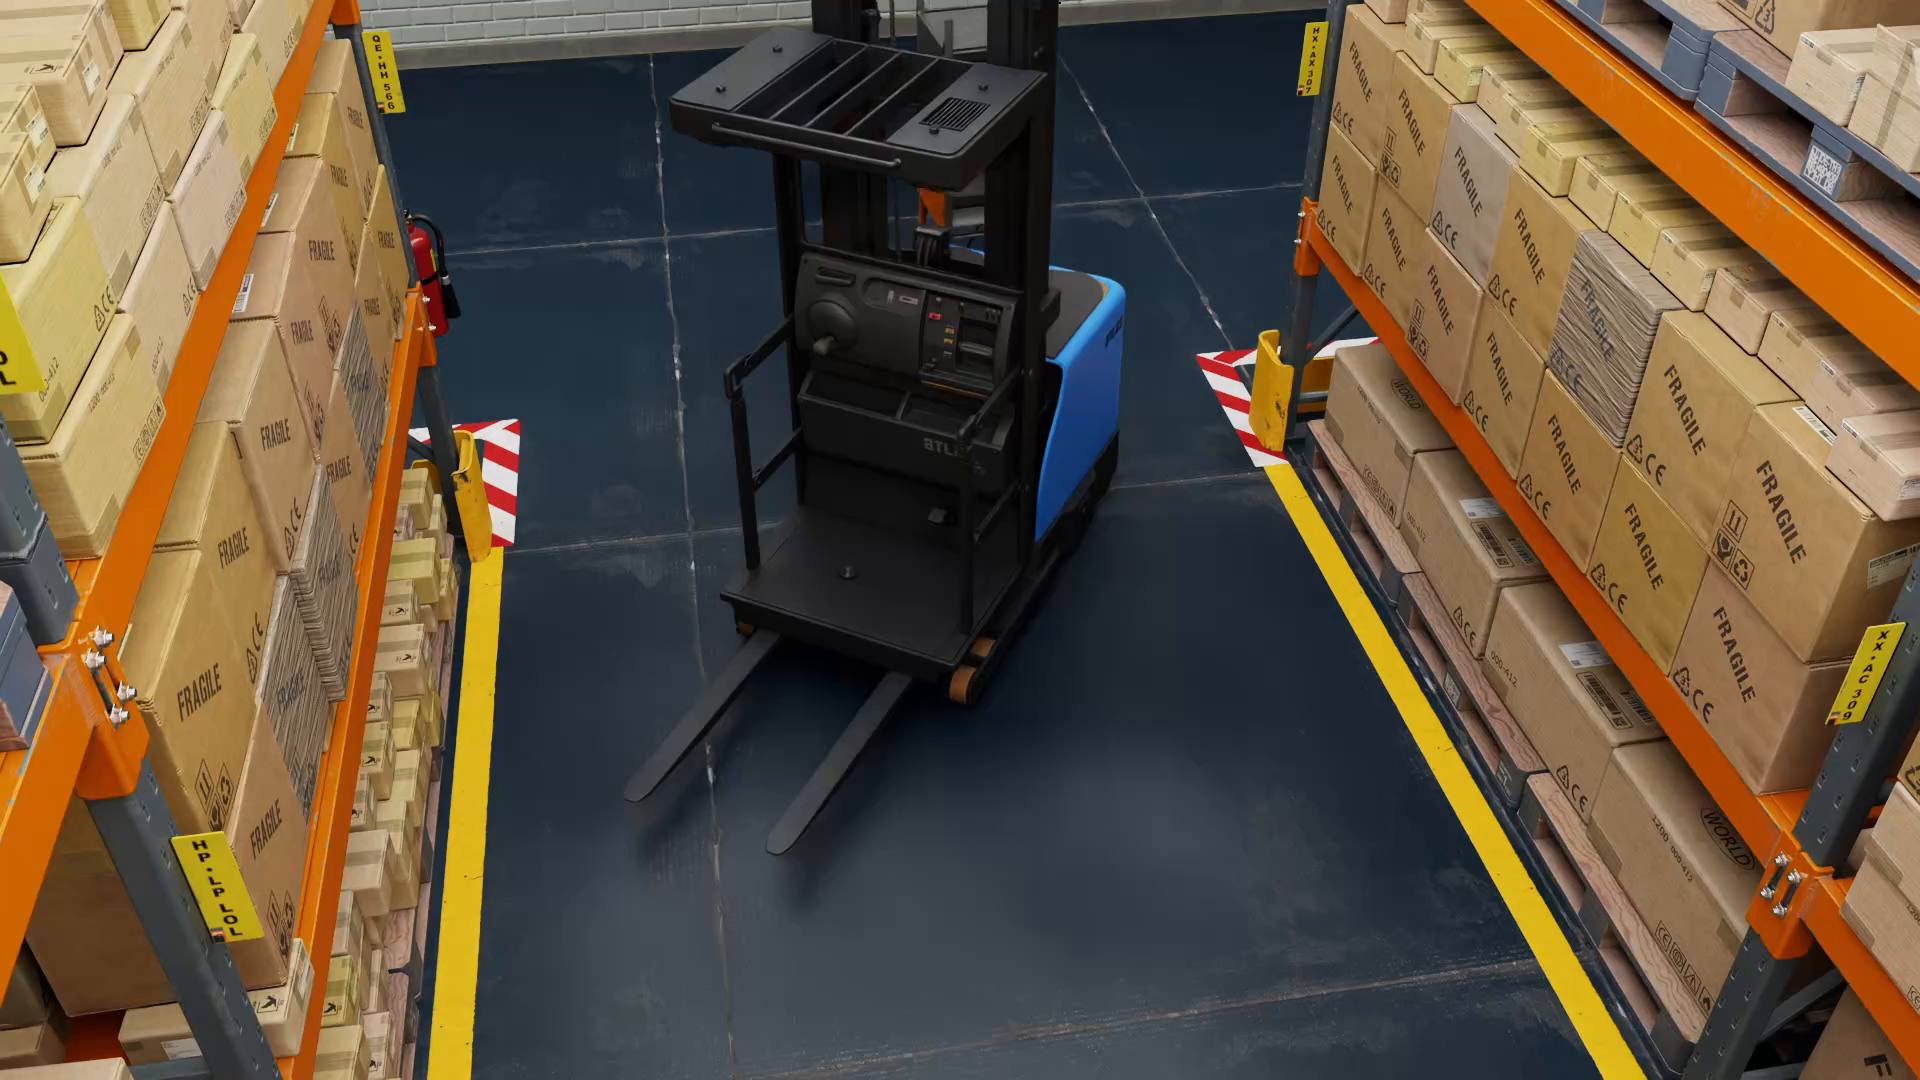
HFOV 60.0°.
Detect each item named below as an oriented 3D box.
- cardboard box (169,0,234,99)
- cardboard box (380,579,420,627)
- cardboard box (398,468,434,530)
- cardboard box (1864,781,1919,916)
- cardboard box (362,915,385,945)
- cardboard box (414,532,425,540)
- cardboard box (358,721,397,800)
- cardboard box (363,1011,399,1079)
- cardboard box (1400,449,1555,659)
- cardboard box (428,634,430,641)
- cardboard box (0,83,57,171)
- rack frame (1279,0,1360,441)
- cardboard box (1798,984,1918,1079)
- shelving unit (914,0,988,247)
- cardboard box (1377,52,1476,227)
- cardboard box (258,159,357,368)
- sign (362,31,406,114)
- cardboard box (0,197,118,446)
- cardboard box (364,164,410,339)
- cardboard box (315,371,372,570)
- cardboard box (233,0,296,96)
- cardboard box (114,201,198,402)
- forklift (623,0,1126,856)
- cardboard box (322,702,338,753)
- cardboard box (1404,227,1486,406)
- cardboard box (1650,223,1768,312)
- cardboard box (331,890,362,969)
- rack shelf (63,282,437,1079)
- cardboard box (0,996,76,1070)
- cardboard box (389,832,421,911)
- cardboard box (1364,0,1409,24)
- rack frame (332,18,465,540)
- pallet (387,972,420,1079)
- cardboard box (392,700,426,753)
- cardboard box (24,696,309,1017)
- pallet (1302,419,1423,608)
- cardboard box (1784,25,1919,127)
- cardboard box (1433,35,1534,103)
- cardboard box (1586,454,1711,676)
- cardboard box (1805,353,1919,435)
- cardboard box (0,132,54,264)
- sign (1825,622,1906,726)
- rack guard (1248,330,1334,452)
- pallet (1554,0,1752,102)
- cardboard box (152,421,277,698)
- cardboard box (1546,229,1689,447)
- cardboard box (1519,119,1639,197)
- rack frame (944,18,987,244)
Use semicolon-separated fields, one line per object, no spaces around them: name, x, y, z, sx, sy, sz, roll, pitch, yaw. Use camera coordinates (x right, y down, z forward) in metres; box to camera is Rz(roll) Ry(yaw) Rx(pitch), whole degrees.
cardboard box;-2.191;-1.324;4.279;0.500;0.250;0.500;-8;39;-10
cardboard box;-2.293;0.305;6.409;0.380;0.149;0.250;-8;39;-10
cardboard box;-2.434;-0.159;7.006;0.380;0.149;0.250;-6;38;-7
cardboard box;2.580;0.804;3.985;0.500;0.250;0.500;-7;38;-9
cardboard box;-2.104;1.210;5.486;0.380;0.149;0.250;-5;38;-6
cardboard box;-2.410;0.118;6.892;0.380;0.149;0.250;-7;38;-9
cardboard box;-2.181;0.787;5.788;0.380;0.149;0.250;-6;38;-8
cardboard box;-1.964;1.640;5.176;0.380;0.149;0.250;-6;38;-8
cardboard box;2.462;0.016;7.031;0.875;0.438;0.875;-5;38;-7
cardboard box;-2.373;0.392;6.782;0.380;0.149;0.250;-6;38;-8
cardboard box;-2.003;-0.756;3.223;0.380;0.149;0.250;-7;38;-8
rack frame;2.079;-1.770;7.583;1.000;3.000;0.127;-6;38;-8
cardboard box;2.968;1.685;4.526;0.875;0.875;0.875;-5;38;-7
shelving unit;0.061;-1.609;8.108;0.431;2.100;0.503;-10;39;-12
cardboard box;1.980;-1.572;6.433;0.500;0.500;0.500;-7;38;-9
cardboard box;-2.263;-0.860;5.272;0.500;0.500;0.500;-4;38;-6
sign;-2.227;-1.806;6.429;0.100;0.325;0.005;-6;38;-8
cardboard box;-1.924;-0.400;3.089;0.500;0.250;0.500;-5;38;-6
cardboard box;-2.445;-1.090;6.384;0.500;0.500;0.500;-5;38;-7
cardboard box;-2.184;-0.171;5.201;0.500;0.500;0.500;-4;38;-6
cardboard box;-2.266;-1.447;4.845;0.500;0.250;0.500;-5;38;-6
cardboard box;-1.994;-0.495;3.620;0.500;0.250;0.500;-7;38;-9
forklift;-0.313;-0.783;6.369;1.130;2.935;3.031;16;41;19
cardboard box;-2.042;0.505;4.860;0.380;0.149;0.250;-6;38;-7
cardboard box;2.068;-0.877;6.352;0.500;0.500;0.500;-6;38;-8
cardboard box;2.298;-0.817;4.932;0.380;0.149;0.250;-7;38;-8
cardboard box;-2.083;1.259;5.181;0.380;0.149;0.250;-7;38;-9
rack shelf;-2.426;0.316;5.485;1.077;0.370;4.000;-6;38;-8
cardboard box;-2.356;1.191;3.976;0.380;0.149;0.250;-7;38;-8
cardboard box;-2.090;1.166;5.786;0.380;0.149;0.250;-7;38;-9
cardboard box;1.869;-2.216;6.733;0.380;0.149;0.250;-5;38;-7
rack frame;-2.777;-1.177;6.819;1.000;3.000;0.127;-6;38;-8
pallet;-2.228;1.939;5.082;1.003;0.211;1.213;-6;38;-8
cardboard box;-2.180;0.736;6.097;0.380;0.149;0.250;-4;38;-6
cardboard box;-1.914;0.756;4.008;0.500;0.500;0.500;-7;38;-9
pallet;2.296;-0.194;7.828;1.003;0.211;1.213;-6;38;-8
cardboard box;2.307;-1.156;4.129;0.380;0.149;0.250;-5;38;-7
cardboard box;1.981;-1.739;6.119;0.380;0.149;0.250;-7;38;-9
cardboard box;2.352;0.044;5.167;0.500;0.500;0.500;-7;38;-9
cardboard box;2.473;-0.367;4.353;0.380;0.149;0.250;-5;38;-7
cardboard box;-1.903;-0.611;3.036;0.380;0.149;0.250;-8;39;-10
sign;2.234;0.333;4.106;0.100;0.325;0.005;-6;38;-8
rack guard;2.075;-0.797;8.369;1.175;0.500;0.348;-6;38;-8
pallet;2.437;-1.734;5.164;1.003;0.211;1.213;-6;38;-8
cardboard box;-2.021;0.077;4.066;0.500;0.500;0.500;-7;38;-9
cardboard box;2.246;-0.657;5.255;0.500;0.500;0.500;-6;38;-7
cardboard box;2.099;-1.275;5.521;0.380;0.149;0.250;-7;38;-9
rack frame;0.127;-1.466;7.922;0.400;2.100;0.015;-10;39;-12
